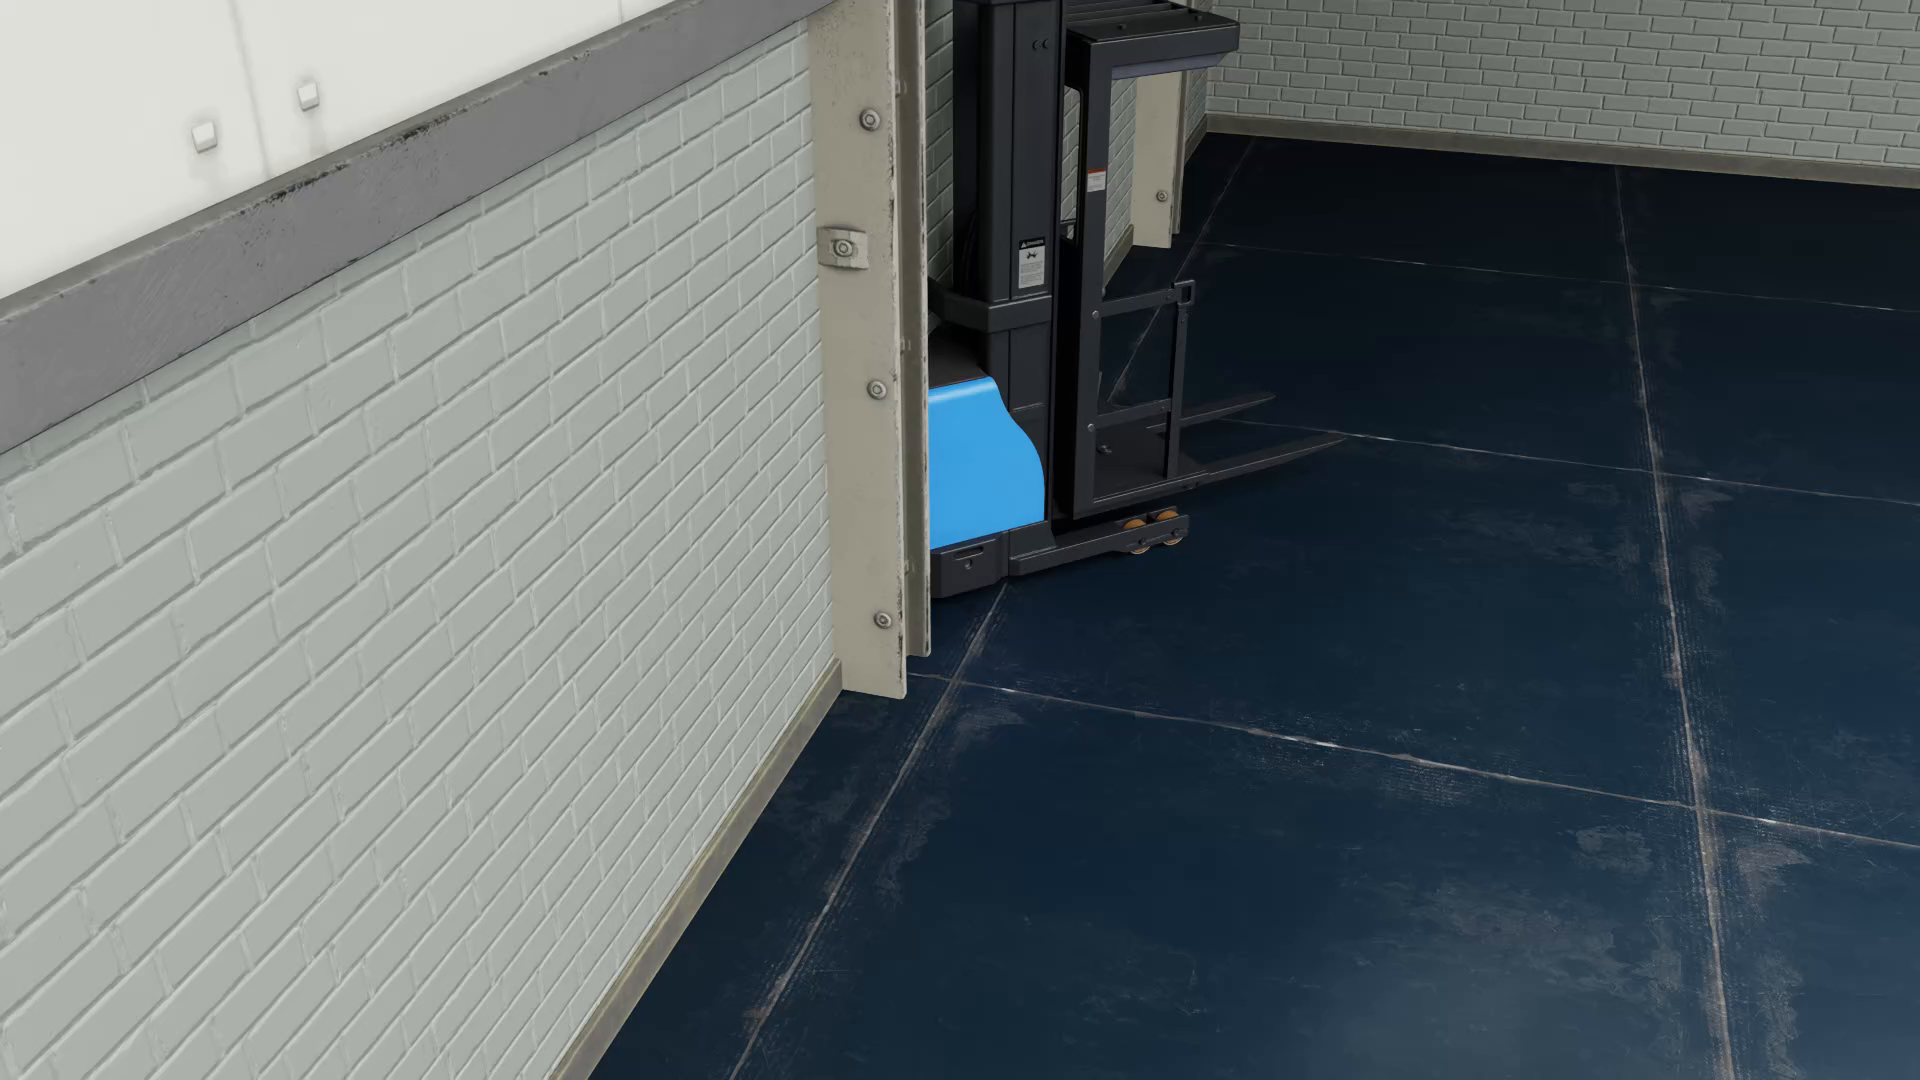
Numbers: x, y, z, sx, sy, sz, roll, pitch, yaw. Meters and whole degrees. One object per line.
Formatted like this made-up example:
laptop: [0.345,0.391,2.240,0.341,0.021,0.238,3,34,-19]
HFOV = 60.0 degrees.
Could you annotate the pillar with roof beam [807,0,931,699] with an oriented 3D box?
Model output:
pillar with roof beam: [3.783,-2.758,3.950,9.100,9.000,0.400,8,30,15]

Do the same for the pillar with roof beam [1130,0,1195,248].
pillar with roof beam: [5.544,-5.546,8.963,9.100,9.000,0.400,8,30,15]

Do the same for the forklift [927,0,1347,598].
forklift: [0.551,-1.423,7.794,3.031,2.935,1.130,-15,32,-24]
